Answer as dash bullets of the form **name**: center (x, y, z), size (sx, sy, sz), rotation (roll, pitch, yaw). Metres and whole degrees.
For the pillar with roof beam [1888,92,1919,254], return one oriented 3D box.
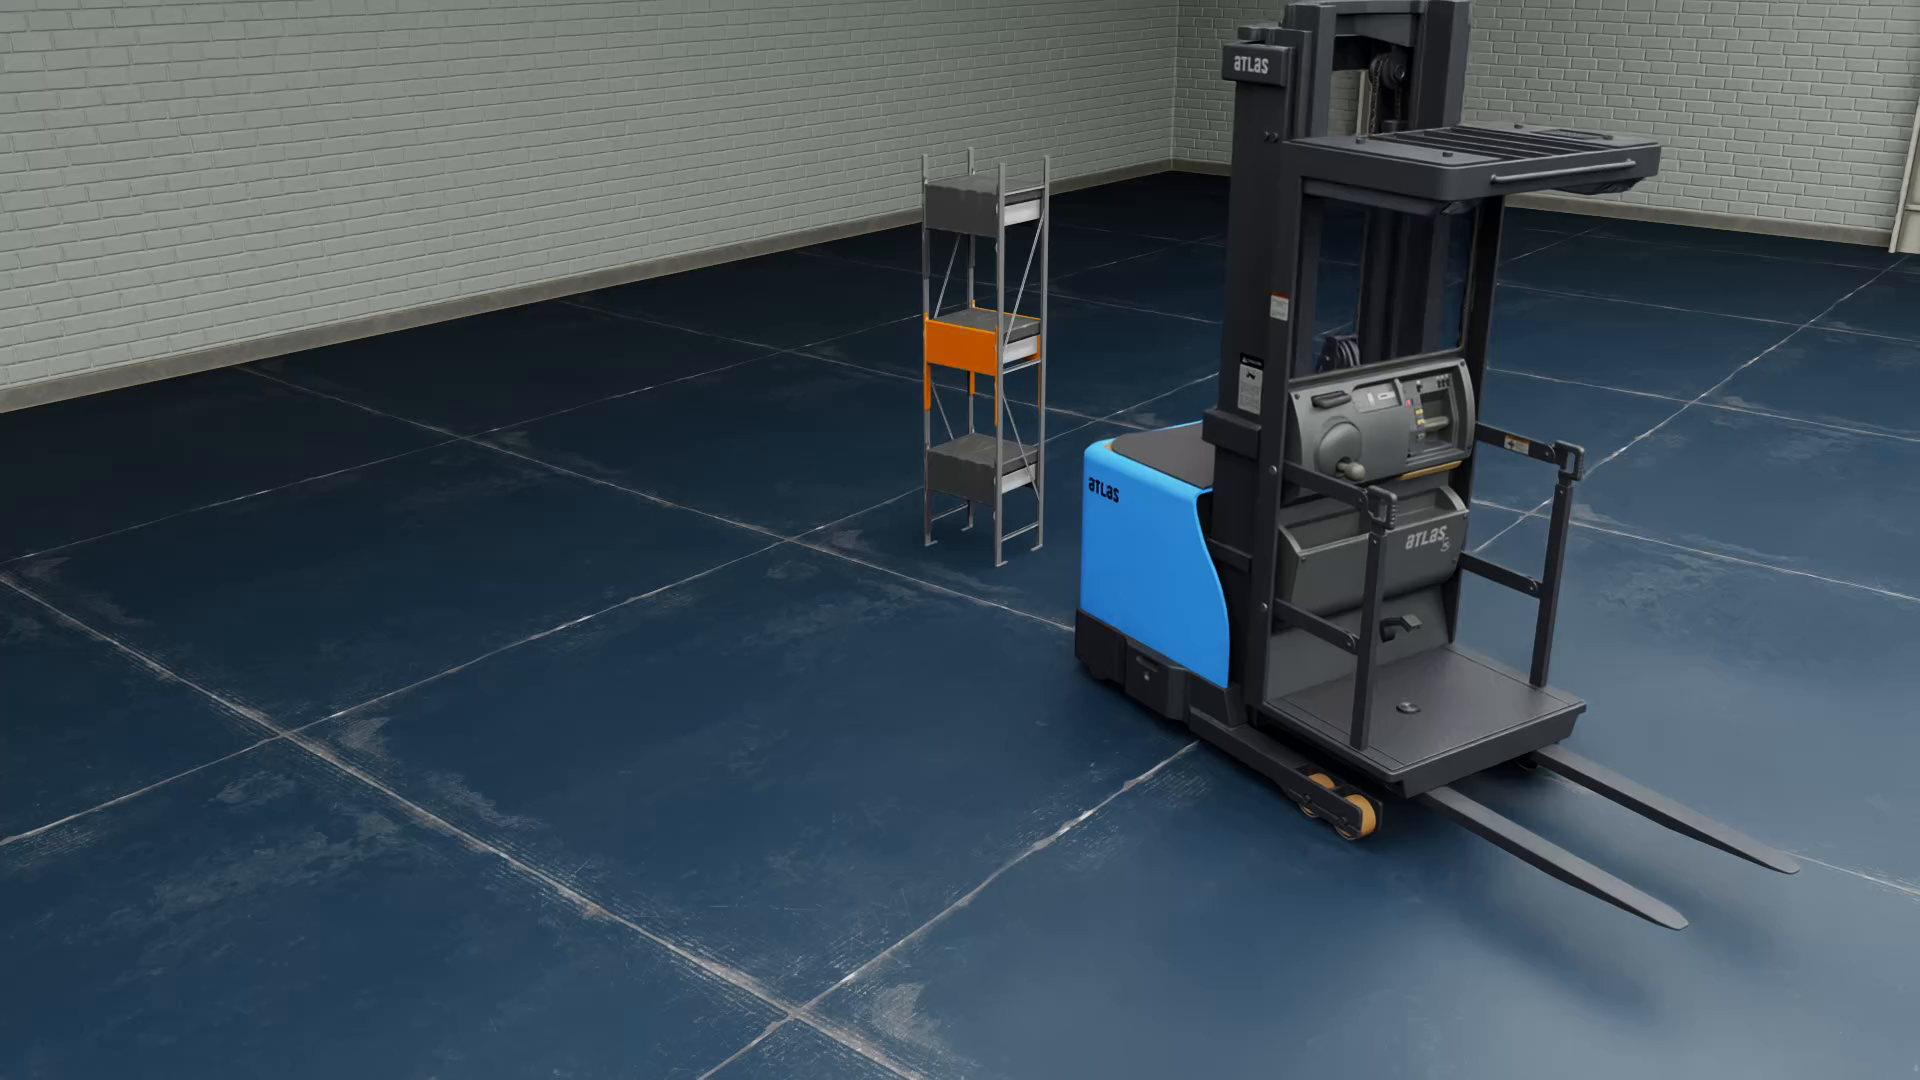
- **pillar with roof beam**: center (6.992, -5.969, 12.242), size (0.400, 9.000, 9.100), rotation (16, 26, 36)

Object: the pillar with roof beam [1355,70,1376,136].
- **pillar with roof beam**: center (2.344, -7.307, 15.792), size (0.400, 9.000, 9.100), rotation (16, 26, 36)

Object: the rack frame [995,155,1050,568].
- **rack frame**: center (0.317, -0.891, 8.555), size (0.015, 2.100, 0.400), rotation (16, 26, 36)

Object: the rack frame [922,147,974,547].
- **rack frame**: center (-0.061, -1.000, 8.844), size (0.015, 2.100, 0.400), rotation (16, 26, 36)

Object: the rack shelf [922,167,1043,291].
- **rack shelf**: center (0.128, -1.588, 8.458), size (0.480, 0.518, 0.431), rotation (16, 26, 36)

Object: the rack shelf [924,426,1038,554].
- **rack shelf**: center (0.128, -0.278, 8.952), size (0.480, 0.518, 0.431), rotation (16, 26, 36)

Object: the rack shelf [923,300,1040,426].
- **rack shelf**: center (0.128, -0.933, 8.705), size (0.480, 0.518, 0.431), rotation (16, 26, 36)

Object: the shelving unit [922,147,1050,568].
- **shelving unit**: center (0.128, -0.946, 8.700), size (0.503, 2.100, 0.431), rotation (16, 26, 36)

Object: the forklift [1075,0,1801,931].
- **forklift**: center (1.739, -0.442, 6.188), size (1.130, 2.935, 3.031), rotation (-13, 24, -30)
